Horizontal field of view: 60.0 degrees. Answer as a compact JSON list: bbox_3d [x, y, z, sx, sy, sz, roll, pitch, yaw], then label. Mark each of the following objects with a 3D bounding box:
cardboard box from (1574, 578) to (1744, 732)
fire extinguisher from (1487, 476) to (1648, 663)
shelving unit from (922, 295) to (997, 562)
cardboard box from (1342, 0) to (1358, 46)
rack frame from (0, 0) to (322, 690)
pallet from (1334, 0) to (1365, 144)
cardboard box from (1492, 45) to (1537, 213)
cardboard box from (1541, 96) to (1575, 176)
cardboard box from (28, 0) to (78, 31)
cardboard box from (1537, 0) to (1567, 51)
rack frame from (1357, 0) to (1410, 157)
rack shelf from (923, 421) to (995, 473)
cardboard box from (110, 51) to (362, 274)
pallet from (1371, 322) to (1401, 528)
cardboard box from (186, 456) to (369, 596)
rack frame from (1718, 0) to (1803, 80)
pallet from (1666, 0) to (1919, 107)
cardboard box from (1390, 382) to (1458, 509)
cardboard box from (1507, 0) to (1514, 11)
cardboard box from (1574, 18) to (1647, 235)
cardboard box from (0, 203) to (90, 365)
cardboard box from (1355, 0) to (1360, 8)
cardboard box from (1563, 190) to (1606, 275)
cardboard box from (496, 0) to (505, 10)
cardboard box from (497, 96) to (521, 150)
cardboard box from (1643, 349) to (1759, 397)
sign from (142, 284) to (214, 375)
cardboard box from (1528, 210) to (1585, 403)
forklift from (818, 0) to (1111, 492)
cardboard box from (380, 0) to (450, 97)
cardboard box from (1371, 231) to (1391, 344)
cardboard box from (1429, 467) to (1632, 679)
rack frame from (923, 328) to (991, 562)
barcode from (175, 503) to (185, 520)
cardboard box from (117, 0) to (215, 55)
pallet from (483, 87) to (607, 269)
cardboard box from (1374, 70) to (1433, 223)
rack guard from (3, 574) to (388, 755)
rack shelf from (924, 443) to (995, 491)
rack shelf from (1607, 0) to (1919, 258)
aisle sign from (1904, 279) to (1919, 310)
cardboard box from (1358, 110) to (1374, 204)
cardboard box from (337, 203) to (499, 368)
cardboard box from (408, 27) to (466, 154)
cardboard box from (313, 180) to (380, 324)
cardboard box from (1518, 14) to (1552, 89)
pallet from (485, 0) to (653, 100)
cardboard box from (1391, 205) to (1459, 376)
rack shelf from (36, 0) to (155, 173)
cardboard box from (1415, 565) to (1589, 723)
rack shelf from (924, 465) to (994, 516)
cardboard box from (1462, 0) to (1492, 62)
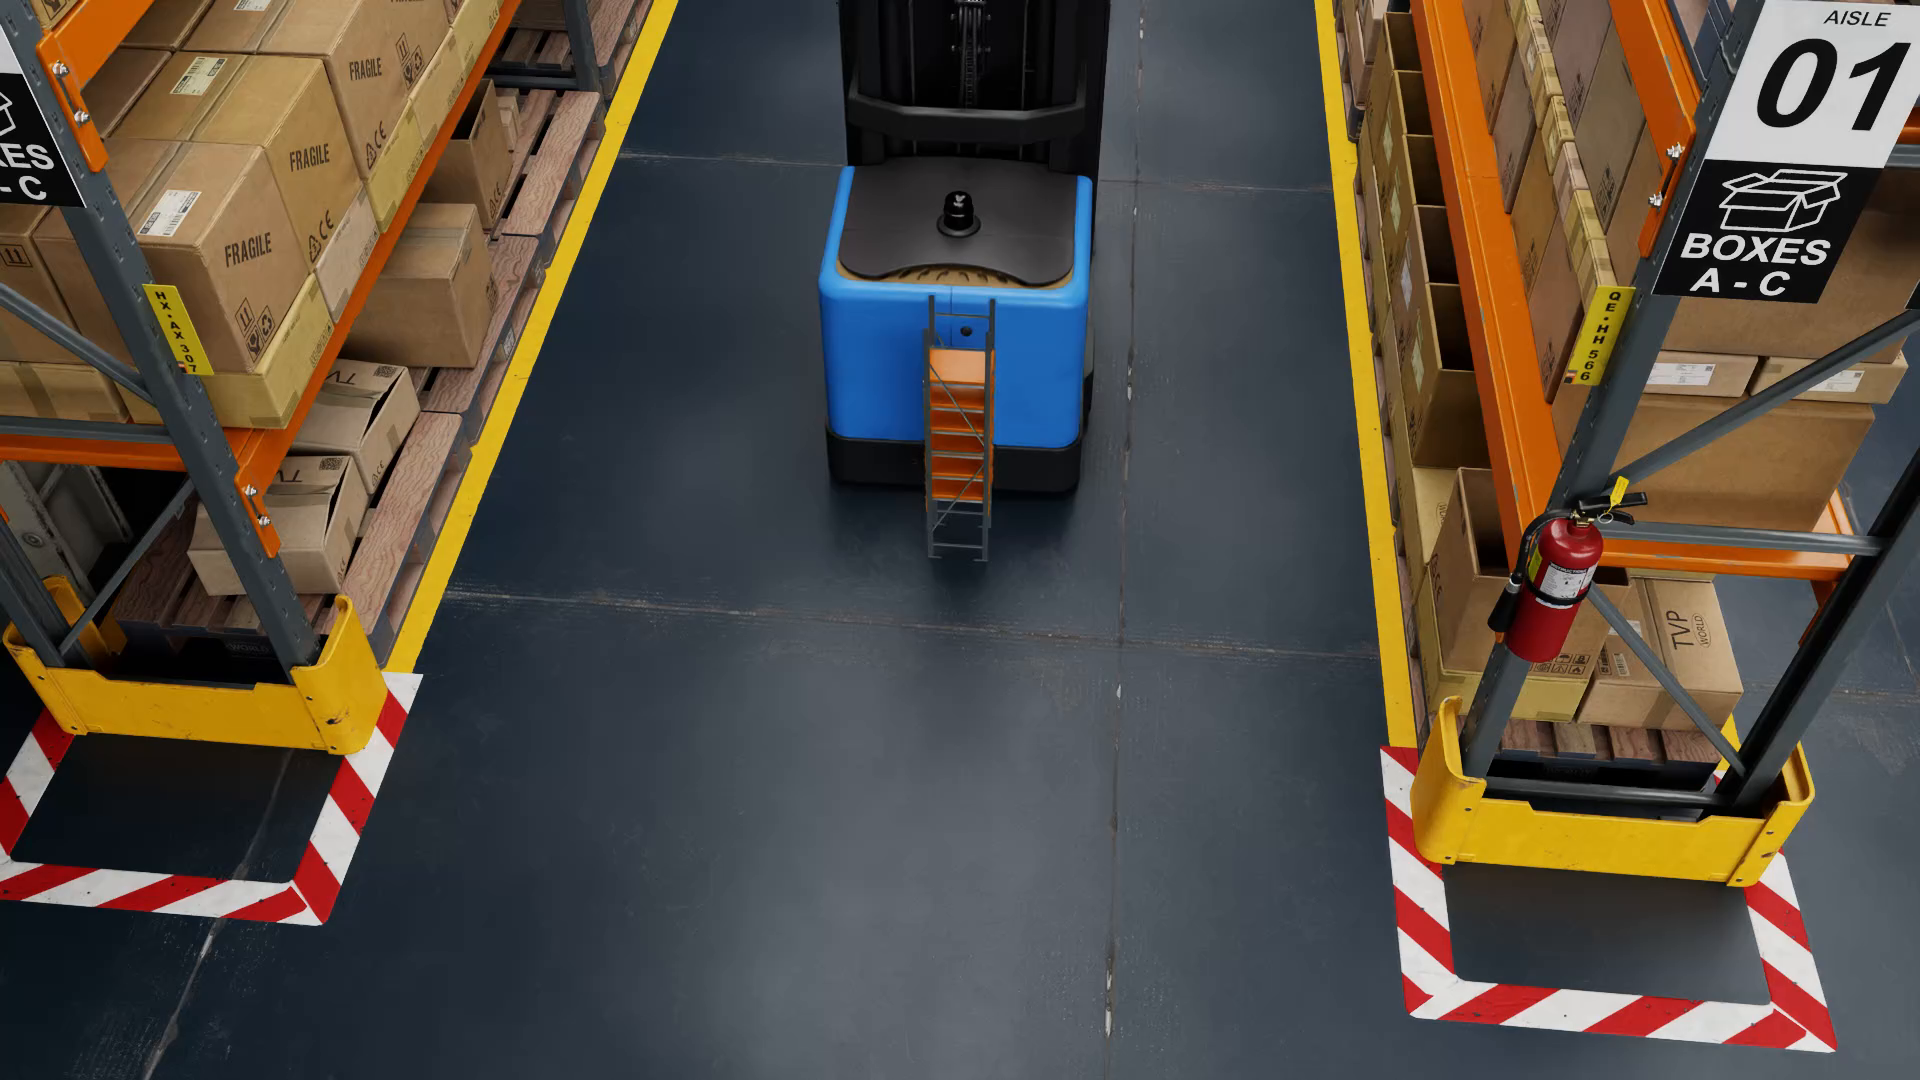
[{"bbox_3d":[2.454,0.402,5.954,0.500,0.250,0.500,4,48,4],"label":"cardboard box"},{"bbox_3d":[1.711,0.077,4.725,0.296,0.674,0.183,4,48,4],"label":"fire extinguisher"},{"bbox_3d":[-0.001,-0.394,6.323,0.258,1.200,0.189,4,48,4],"label":"shelving unit"},{"bbox_3d":[2.346,-2.854,8.932,0.500,0.250,0.500,3,48,3],"label":"cardboard box"},{"bbox_3d":[-2.749,-0.335,5.050,1.000,3.000,0.127,4,48,4],"label":"rack frame"},{"bbox_3d":[2.577,-2.547,8.962,1.003,0.211,1.213,4,48,4],"label":"pallet"},{"bbox_3d":[2.378,-1.518,6.064,0.700,0.500,0.500,5,48,5],"label":"cardboard box"},{"bbox_3d":[2.123,-1.309,5.433,0.380,0.149,0.250,5,48,5],"label":"cardboard box"},{"bbox_3d":[-2.470,-1.617,4.108,0.500,0.500,0.500,5,48,5],"label":"cardboard box"},{"bbox_3d":[2.377,-1.983,5.610,0.700,0.500,0.500,4,48,4],"label":"cardboard box"},{"bbox_3d":[2.549,-2.944,7.436,1.000,3.000,0.127,4,48,4],"label":"rack frame"},{"bbox_3d":[-0.001,-0.364,6.356,0.258,0.103,0.180,4,48,4],"label":"rack shelf"},{"bbox_3d":[-2.352,-1.237,5.455,0.500,0.500,0.500,4,48,4],"label":"cardboard box"},{"bbox_3d":[2.326,-0.522,7.111,1.003,0.211,1.213,4,48,4],"label":"pallet"},{"bbox_3d":[-2.597,-0.078,6.339,0.500,0.311,0.500,-1,48,-1],"label":"cardboard box"},{"bbox_3d":[2.184,-2.029,2.534,1.000,3.000,0.127,4,48,4],"label":"rack frame"},{"bbox_3d":[2.274,-1.505,4.147,1.003,0.211,1.213,4,48,4],"label":"pallet"},{"bbox_3d":[2.016,-0.368,6.659,0.500,0.250,0.500,4,48,4],"label":"cardboard box"},{"bbox_3d":[2.218,-2.065,6.125,0.380,0.149,0.250,3,48,2],"label":"cardboard box"},{"bbox_3d":[2.287,-1.244,4.934,0.700,0.500,0.500,3,48,3],"label":"cardboard box"},{"bbox_3d":[-2.918,-0.905,5.151,0.500,0.500,0.500,3,48,3],"label":"cardboard box"},{"bbox_3d":[2.341,-3.047,8.728,0.500,0.311,0.500,5,48,5],"label":"cardboard box"},{"bbox_3d":[2.075,-0.931,5.088,0.380,0.149,0.250,3,48,3],"label":"cardboard box"},{"bbox_3d":[-2.180,-2.497,7.115,0.500,0.250,0.500,4,48,4],"label":"cardboard box"},{"bbox_3d":[-2.404,-2.072,8.260,0.380,0.166,0.250,-2,48,-2],"label":"cardboard box"},{"bbox_3d":[2.029,-0.551,4.740,0.380,0.149,0.250,3,48,3],"label":"cardboard box"},{"bbox_3d":[-2.209,-0.591,4.697,0.100,0.325,0.005,4,48,4],"label":"sign"},{"bbox_3d":[2.282,-0.767,5.377,0.700,0.500,0.500,5,48,5],"label":"cardboard box"},{"bbox_3d":[0.076,-2.276,6.871,1.130,2.935,3.031,3,48,3],"label":"forklift"},{"bbox_3d":[-2.263,-1.997,6.149,0.500,0.500,0.500,5,48,5],"label":"cardboard box"},{"bbox_3d":[2.103,-1.103,7.331,0.500,0.250,0.500,4,48,4],"label":"cardboard box"},{"bbox_3d":[1.937,0.114,5.709,0.500,0.500,0.500,4,48,4],"label":"cardboard box"},{"bbox_3d":[-0.010,-0.327,6.262,0.240,1.200,0.006,4,48,4],"label":"rack frame"},{"bbox_3d":[-2.993,-0.122,6.372,0.001,0.075,0.075,4,48,4],"label":"barcode"},{"bbox_3d":[-2.820,-1.654,5.836,0.500,0.500,0.500,3,48,2],"label":"cardboard box"},{"bbox_3d":[-2.411,-1.837,8.313,1.003,0.211,1.213,4,48,4],"label":"pallet"},{"bbox_3d":[2.157,-1.723,7.390,0.500,0.500,0.500,4,48,4],"label":"cardboard box"},{"bbox_3d":[-2.743,0.453,6.023,1.175,0.500,0.348,4,48,4],"label":"rack guard"},{"bbox_3d":[-0.001,-0.283,6.445,0.258,0.103,0.180,4,48,4],"label":"rack shelf"},{"bbox_3d":[2.366,-2.244,5.250,1.077,0.370,4.000,4,48,4],"label":"rack shelf"},{"bbox_3d":[2.483,-0.813,3.725,0.394,0.787,0.004,4,48,4],"label":"aisle sign"},{"bbox_3d":[2.204,-1.837,8.002,0.500,0.250,0.500,4,48,4],"label":"cardboard box"},{"bbox_3d":[-2.428,-1.097,7.142,0.700,0.500,0.500,1,48,1],"label":"cardboard box"},{"bbox_3d":[-2.255,-1.756,6.438,0.500,0.250,0.500,4,48,4],"label":"cardboard box"},{"bbox_3d":[-2.356,-1.011,5.756,0.500,0.250,0.500,3,48,2],"label":"cardboard box"},{"bbox_3d":[2.168,-1.691,5.782,0.380,0.149,0.250,3,48,3],"label":"cardboard box"},{"bbox_3d":[-2.315,-2.906,9.290,1.003,0.211,1.213,4,48,4],"label":"pallet"},{"bbox_3d":[2.060,-0.989,6.718,0.500,0.500,0.500,4,48,4],"label":"cardboard box"},{"bbox_3d":[-2.567,-2.574,5.552,1.077,0.370,4.000,4,48,4],"label":"rack shelf"},{"bbox_3d":[1.939,0.368,5.986,0.500,0.250,0.500,4,48,4],"label":"cardboard box"},{"bbox_3d":[-0.001,-0.202,6.533,0.258,0.103,0.180,4,48,4],"label":"rack shelf"},{"bbox_3d":[2.473,-2.263,6.745,0.700,0.500,0.500,3,48,3],"label":"cardboard box"}]
